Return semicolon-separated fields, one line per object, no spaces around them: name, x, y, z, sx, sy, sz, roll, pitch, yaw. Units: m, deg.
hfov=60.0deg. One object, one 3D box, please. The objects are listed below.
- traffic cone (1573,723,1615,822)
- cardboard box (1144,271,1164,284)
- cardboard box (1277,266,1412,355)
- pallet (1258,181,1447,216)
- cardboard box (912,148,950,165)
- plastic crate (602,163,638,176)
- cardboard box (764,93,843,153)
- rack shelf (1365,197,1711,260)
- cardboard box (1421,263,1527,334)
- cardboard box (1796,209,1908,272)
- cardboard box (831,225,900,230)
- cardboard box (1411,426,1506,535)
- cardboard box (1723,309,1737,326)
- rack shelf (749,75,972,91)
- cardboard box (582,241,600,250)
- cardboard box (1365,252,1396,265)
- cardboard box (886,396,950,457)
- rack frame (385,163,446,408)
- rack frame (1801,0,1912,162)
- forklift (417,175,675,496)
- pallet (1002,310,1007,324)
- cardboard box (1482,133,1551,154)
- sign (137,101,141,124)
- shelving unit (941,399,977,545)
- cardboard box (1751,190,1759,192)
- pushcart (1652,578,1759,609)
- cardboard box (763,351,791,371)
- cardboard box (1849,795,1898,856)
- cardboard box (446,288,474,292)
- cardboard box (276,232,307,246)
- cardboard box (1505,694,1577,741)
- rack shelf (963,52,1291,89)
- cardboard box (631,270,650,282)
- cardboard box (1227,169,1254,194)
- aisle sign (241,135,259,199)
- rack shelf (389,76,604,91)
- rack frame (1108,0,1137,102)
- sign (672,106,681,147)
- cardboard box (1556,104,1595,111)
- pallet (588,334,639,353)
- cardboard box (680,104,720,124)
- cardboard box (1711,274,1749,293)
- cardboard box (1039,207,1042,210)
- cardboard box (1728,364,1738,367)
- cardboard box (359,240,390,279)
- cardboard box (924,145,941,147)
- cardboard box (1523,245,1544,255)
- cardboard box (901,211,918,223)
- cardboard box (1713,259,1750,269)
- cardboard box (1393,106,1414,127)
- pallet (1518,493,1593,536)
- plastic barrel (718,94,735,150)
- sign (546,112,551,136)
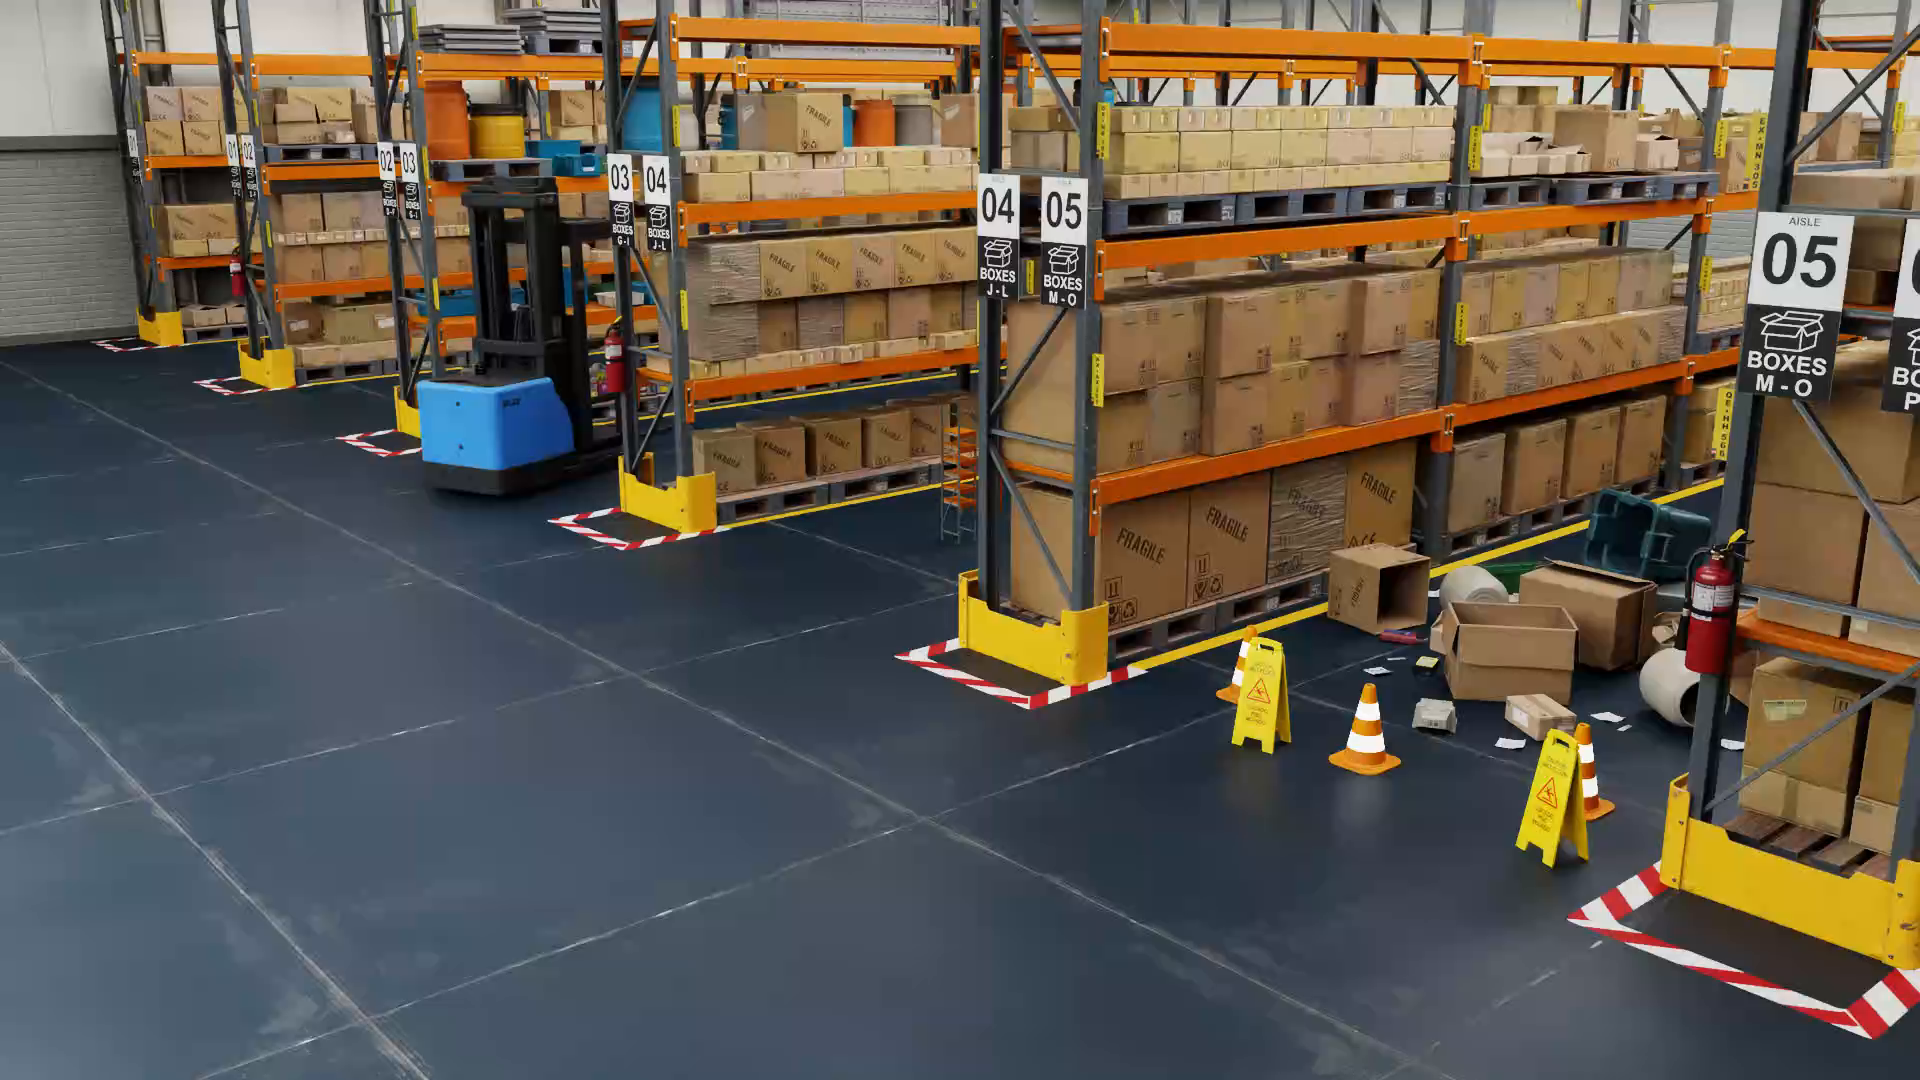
traffic cone;3.299;1.202;8.852;0.334;0.463;0.336;-13;19;-39
cardboard box;1.936;-2.875;18.678;0.500;0.250;0.500;-13;20;-41
cardboard box;2.874;-1.746;12.591;0.550;0.550;0.875;-13;19;-39
pallet;2.889;-2.593;12.505;1.213;0.211;1.003;-13;19;-39
cardboard box;-0.307;-3.626;15.716;0.250;0.149;0.380;-13;20;-41
plastic crate;-3.863;-4.242;19.015;0.396;0.136;0.243;-13;19;-39
cardboard box;-1.387;-3.710;14.776;0.500;0.500;0.500;-13;20;-40
rack shelf;5.022;-2.764;14.366;4.000;0.370;1.077;-13;19;-39
cardboard box;4.271;-2.028;13.897;0.500;0.500;0.700;-13;20;-40
cardboard box;4.030;-1.359;7.426;0.500;0.250;0.500;-13;20;-40
cardboard box;-0.927;-2.785;16.156;0.500;0.500;0.500;-13;19;-39
cardboard box;3.922;-0.562;14.087;0.750;0.750;1.050;-13;20;-40
cardboard box;7.406;-2.210;16.385;0.250;0.149;0.380;-11;19;-37
rack shelf;-1.640;-7.609;27.469;4.000;0.370;1.077;-13;19;-39
cardboard box;-5.624;-4.355;25.002;0.258;0.266;0.396;-13;20;-41
cardboard box;5.047;-3.321;20.677;0.500;0.500;0.500;-13;19;-39
cardboard box;-0.422;-1.143;16.746;0.500;0.500;0.500;-6;16;-22
rack frame;-5.935;-2.593;18.144;0.127;3.000;1.000;-13;19;-39
rack frame;9.548;-5.577;17.691;0.127;3.000;1.000;-13;19;-39
forklift;-4.028;-2.161;16.661;1.130;2.935;3.031;8;17;27
pallet;1.006;-2.315;17.474;1.213;0.211;1.003;-13;19;-39
cardboard box;4.691;-3.320;14.221;0.500;0.311;0.500;-14;20;-41
sign;-12.082;-6.287;24.469;0.005;0.325;0.100;-13;19;-39
shelving unit;-0.011;-0.577;14.086;0.189;1.200;0.258;-13;19;-39
cardboard box;7.509;-3.630;16.019;0.500;0.500;0.500;-13;19;-39
pushcart;5.304;0.455;11.817;1.648;0.377;0.936;8;17;28
cardboard box;-1.738;-1.633;15.039;0.250;0.149;0.380;-13;19;-39
cardboard box;4.611;1.344;7.922;0.500;0.250;0.500;-13;20;-40
cardboard box;-7.094;-3.368;24.108;0.500;0.500;0.500;-13;19;-39
cardboard box;-8.747;-3.944;21.752;0.250;0.149;0.380;-13;20;-40
cardboard box;3.484;1.063;9.982;0.250;0.149;0.380;-3;15;-11
rack shelf;1.842;-5.002;17.710;4.000;0.370;1.077;-13;19;-39
cardboard box;-5.763;-5.140;31.032;0.750;0.750;0.750;-13;20;-40
cardboard box;1.726;-2.392;11.058;0.250;0.149;0.380;-13;19;-39
aisle sign;-9.033;-4.743;21.156;0.004;0.787;0.394;-13;19;-39
rack shelf;-7.912;-7.895;28.540;4.000;0.370;1.077;-13;19;-39
rack frame;2.886;-9.167;31.130;0.127;3.000;1.000;-13;19;-39
sign;-2.328;-3.394;13.639;0.005;0.325;0.100;-13;19;-39
cardboard box;8.525;-5.917;23.576;0.500;0.500;0.700;-14;20;-41
pallet;-5.636;-3.021;25.149;1.213;0.211;1.003;-13;19;-39
cardboard box;-4.919;-7.957;31.369;0.500;0.500;0.700;-13;20;-39
cardboard box;7.596;-2.542;16.474;0.250;0.149;0.380;-14;20;-42
cardboard box;1.195;-5.844;30.121;0.500;0.500;0.500;-13;20;-40
cardboard box;8.030;-1.786;17.701;0.500;0.250;0.500;-12;19;-37
cardboard box;-8.052;-3.855;22.678;0.500;0.500;0.700;-12;19;-39
cardboard box;-0.270;-3.822;16.452;0.250;0.149;0.380;-14;20;-42
cardboard box;7.660;-3.933;22.877;0.500;0.250;0.500;-12;19;-38
cardboard box;-1.113;-5.676;28.680;0.500;0.500;0.700;-9;17;-31
cardboard box;8.358;-2.937;17.954;0.250;0.149;0.380;-13;20;-40
cardboard box;3.066;-3.078;12.084;0.250;0.149;0.380;-13;20;-39
pallet;4.967;-0.329;15.074;1.213;0.211;1.003;-13;19;-39
plastic barrel;-2.677;-5.090;20.710;0.708;0.901;0.600;-13;19;-39
sign;-5.801;-5.865;23.426;0.005;0.325;0.100;-13;19;-39
